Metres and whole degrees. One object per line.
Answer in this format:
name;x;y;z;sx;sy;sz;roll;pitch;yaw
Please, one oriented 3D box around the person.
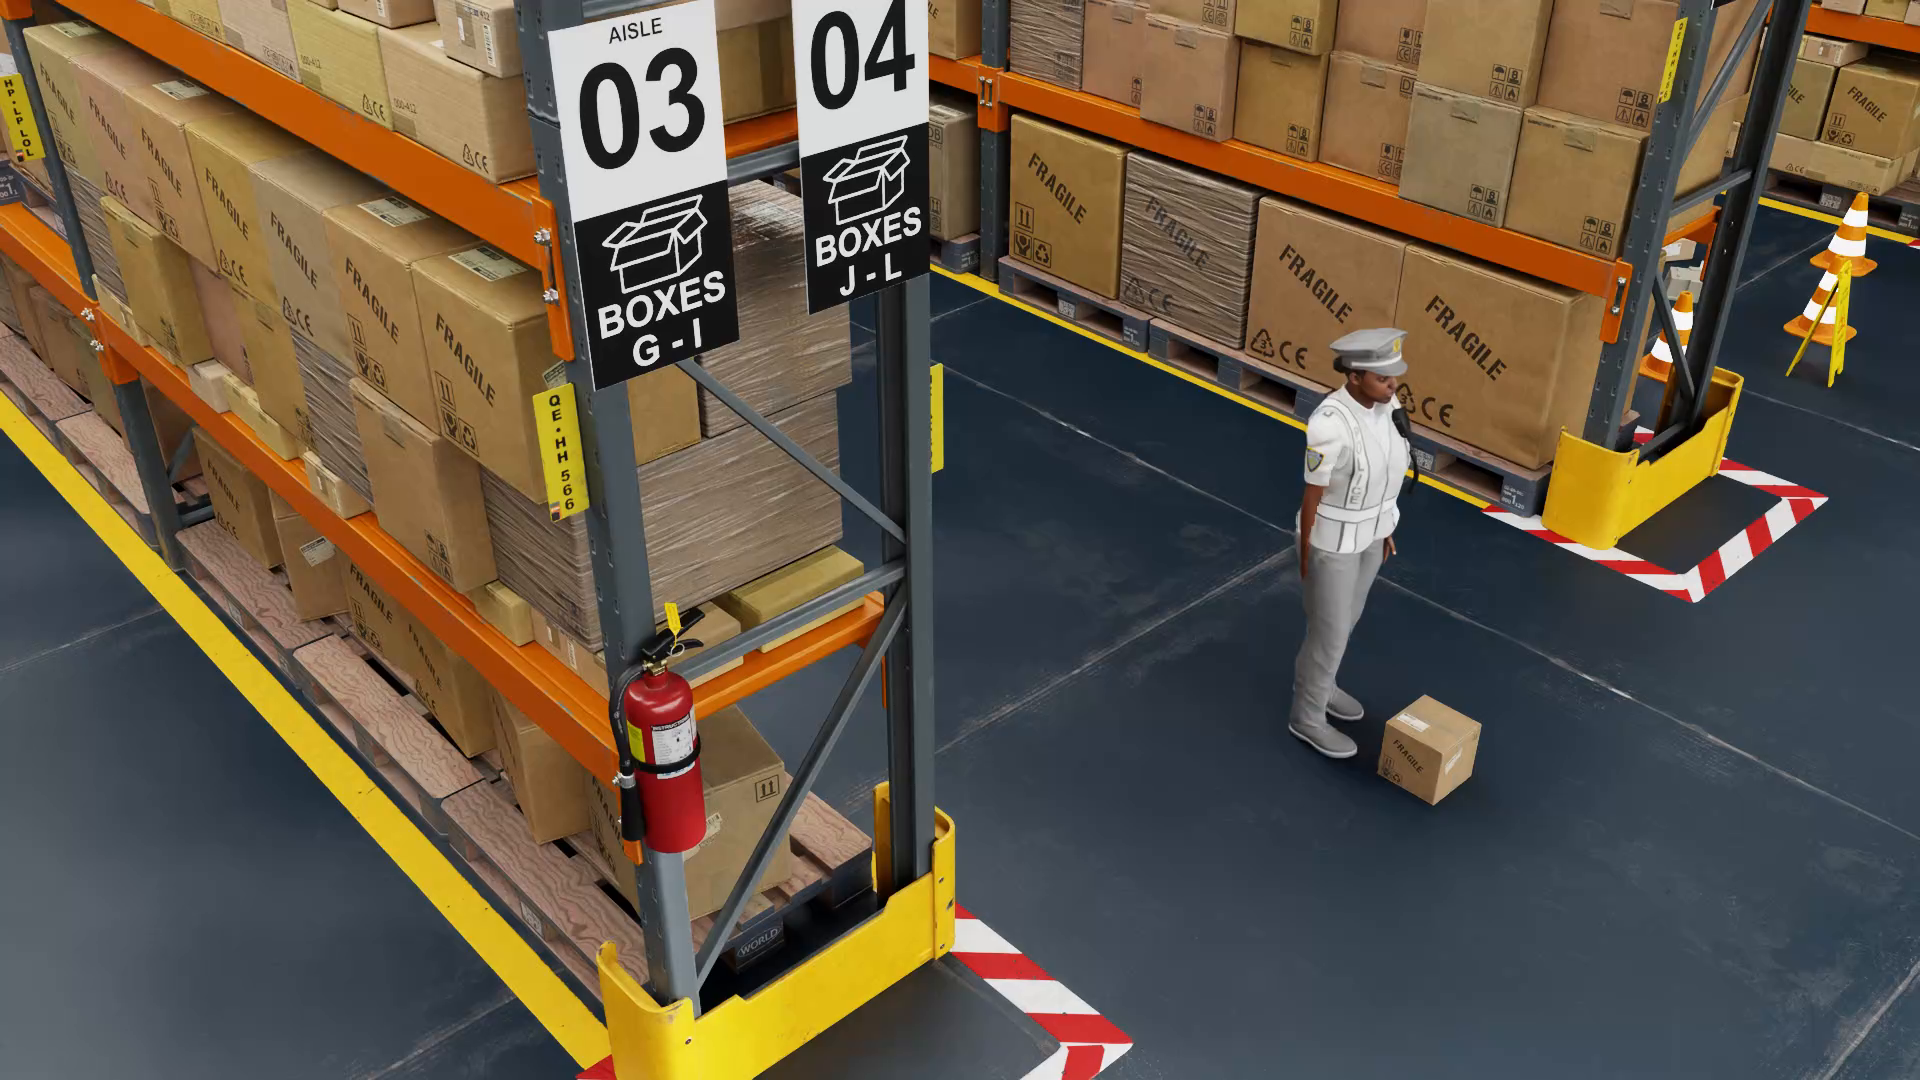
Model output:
person;1.459;0.003;6.115;0.441;1.681;0.428;-25;40;-34
